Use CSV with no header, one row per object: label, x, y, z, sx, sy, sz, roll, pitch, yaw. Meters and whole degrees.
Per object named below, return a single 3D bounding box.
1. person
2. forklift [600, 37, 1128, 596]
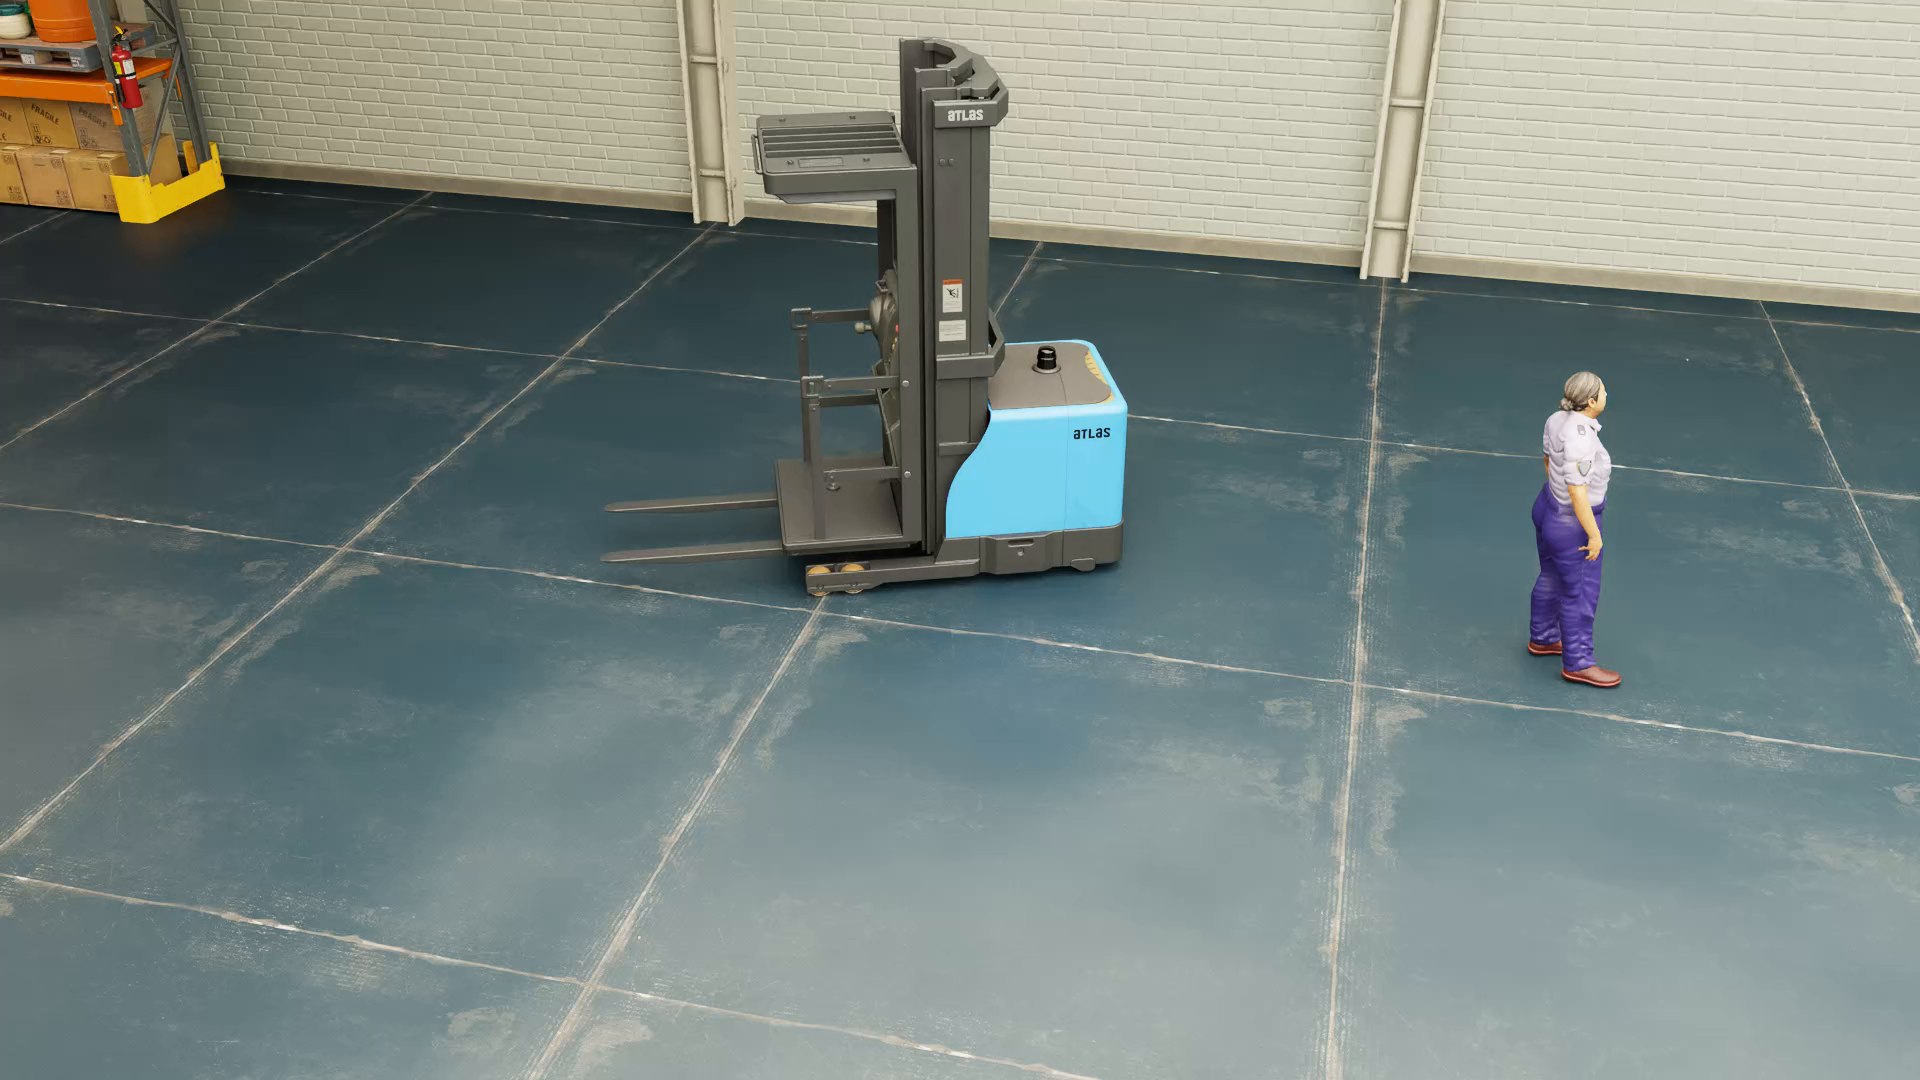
person,3.244,-0.085,8.606,0.504,1.651,0.598,0,30,0
forklift,-0.602,-1.232,9.345,3.031,2.935,1.130,-4,30,-7
